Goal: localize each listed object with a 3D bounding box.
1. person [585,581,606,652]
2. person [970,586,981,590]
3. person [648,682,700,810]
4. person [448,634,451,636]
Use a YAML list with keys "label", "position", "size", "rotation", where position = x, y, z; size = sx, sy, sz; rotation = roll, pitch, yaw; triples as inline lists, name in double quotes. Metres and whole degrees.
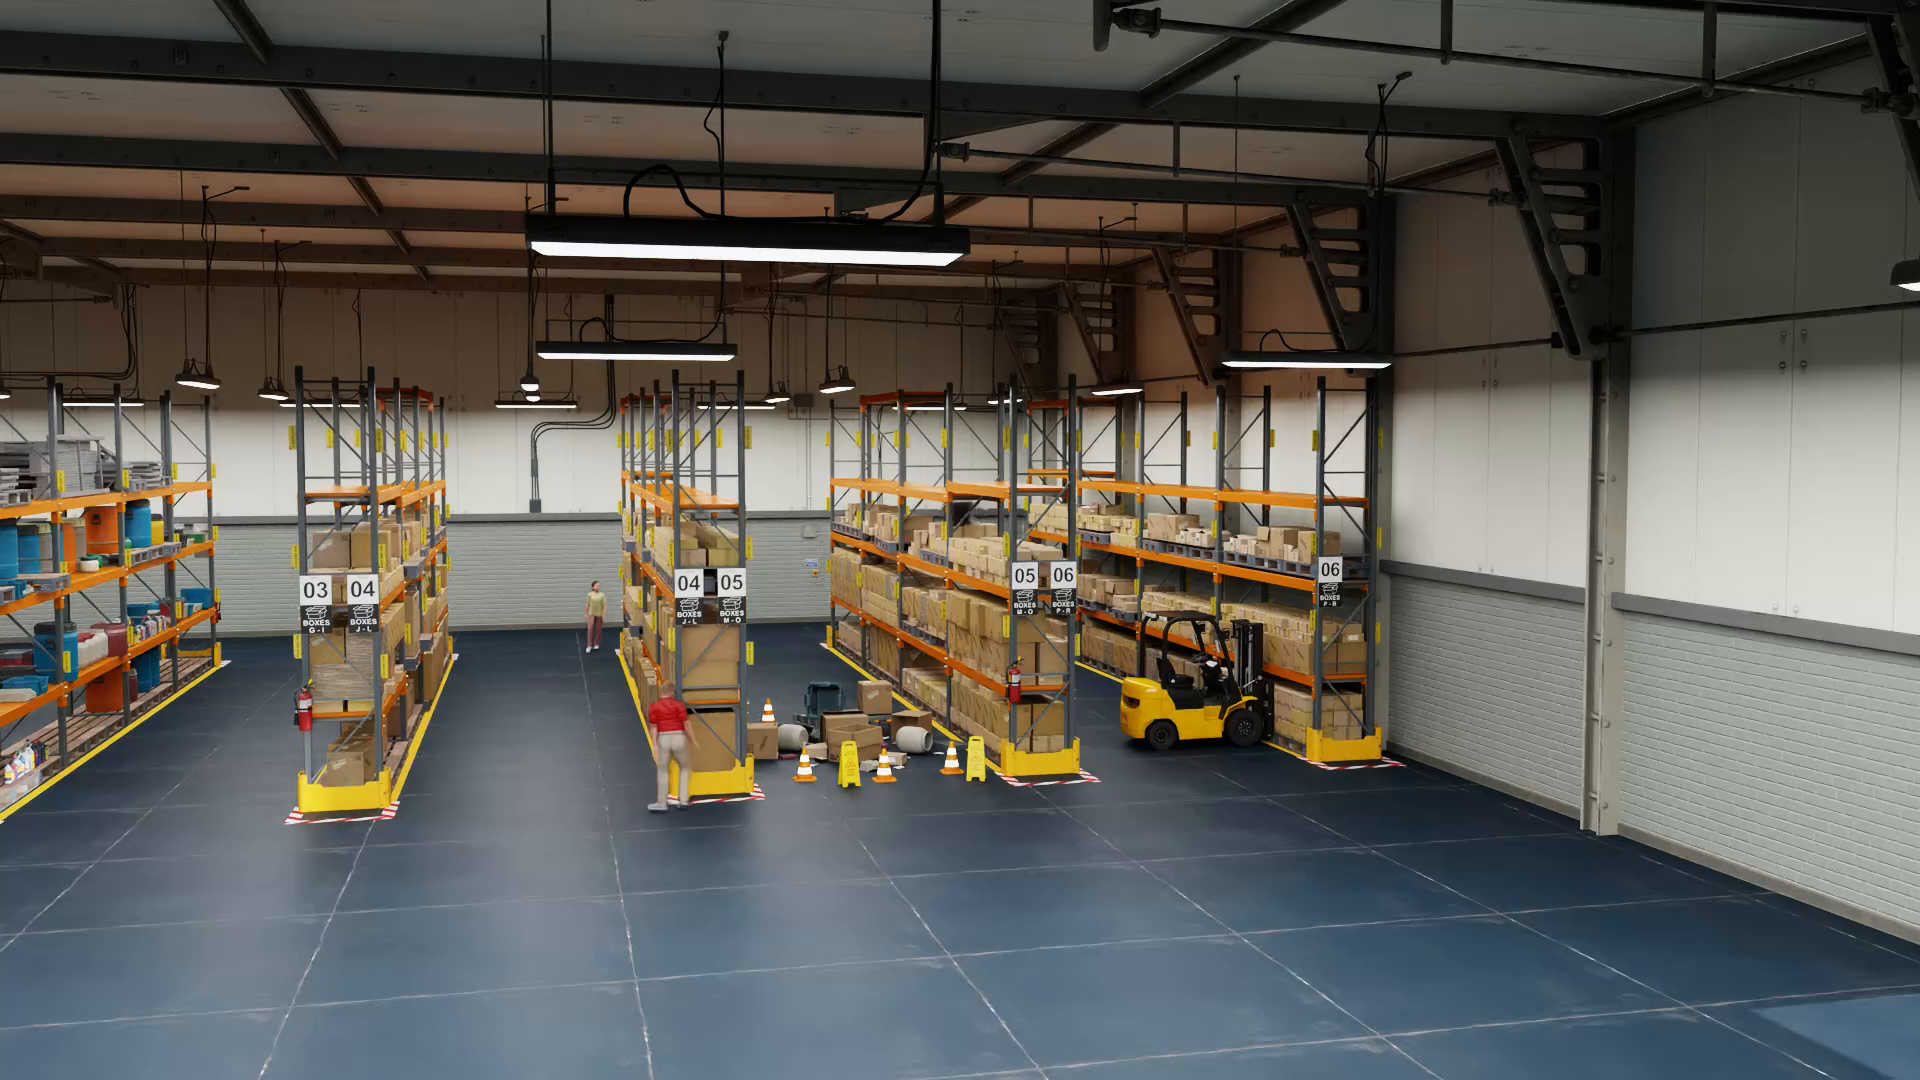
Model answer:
- label: "person"
  position: [-8.699, 1.802, 39.593]
  size: [0.507, 1.642, 0.786]
  rotation: [0, 3, -4]
- label: "person"
  position: [0.248, 1.691, 40.862]
  size: [0.605, 1.834, 0.393]
  rotation: [3, 5, 43]
- label: "person"
  position: [-3.874, 2.805, 22.511]
  size: [0.705, 1.766, 0.397]
  rotation: [0, 3, -2]
- label: "person"
  position: [-13.410, 1.640, 42.053]
  size: [1.022, 1.720, 0.688]
  rotation: [0, 3, 6]
